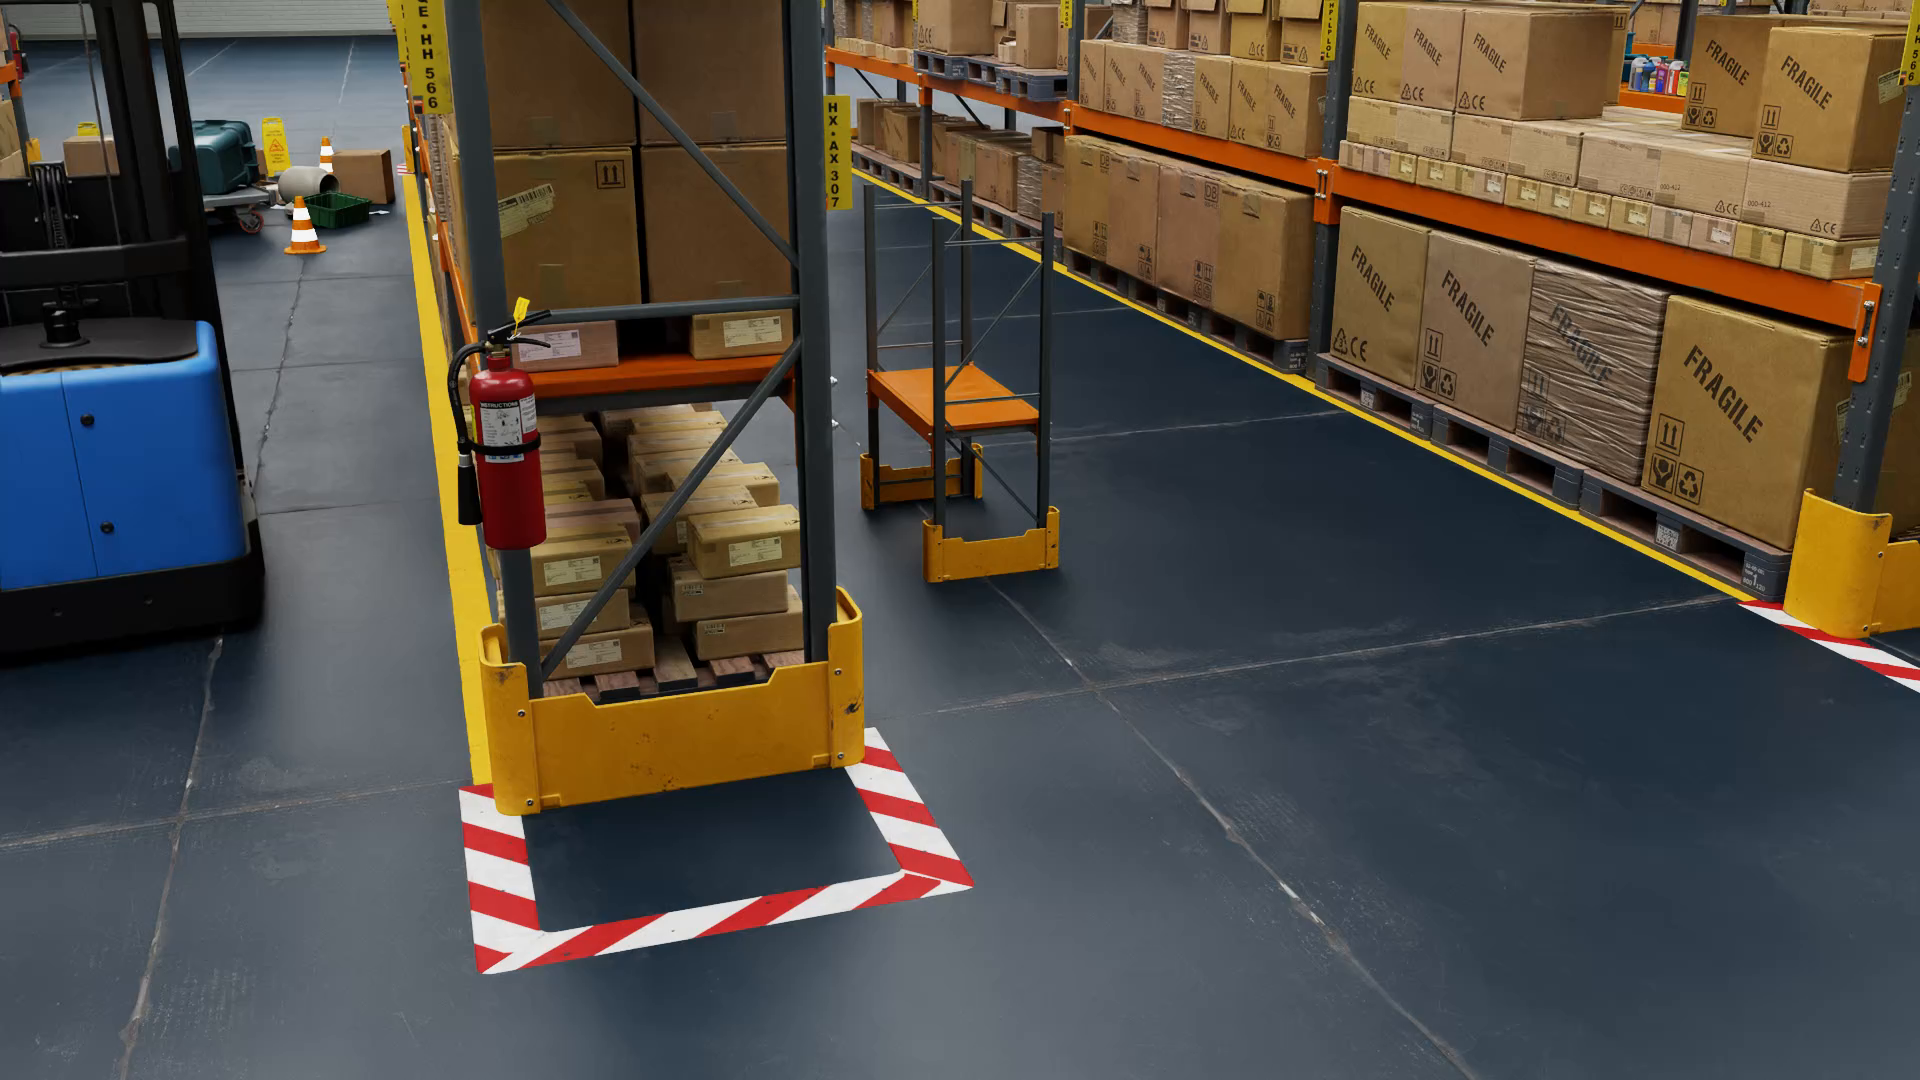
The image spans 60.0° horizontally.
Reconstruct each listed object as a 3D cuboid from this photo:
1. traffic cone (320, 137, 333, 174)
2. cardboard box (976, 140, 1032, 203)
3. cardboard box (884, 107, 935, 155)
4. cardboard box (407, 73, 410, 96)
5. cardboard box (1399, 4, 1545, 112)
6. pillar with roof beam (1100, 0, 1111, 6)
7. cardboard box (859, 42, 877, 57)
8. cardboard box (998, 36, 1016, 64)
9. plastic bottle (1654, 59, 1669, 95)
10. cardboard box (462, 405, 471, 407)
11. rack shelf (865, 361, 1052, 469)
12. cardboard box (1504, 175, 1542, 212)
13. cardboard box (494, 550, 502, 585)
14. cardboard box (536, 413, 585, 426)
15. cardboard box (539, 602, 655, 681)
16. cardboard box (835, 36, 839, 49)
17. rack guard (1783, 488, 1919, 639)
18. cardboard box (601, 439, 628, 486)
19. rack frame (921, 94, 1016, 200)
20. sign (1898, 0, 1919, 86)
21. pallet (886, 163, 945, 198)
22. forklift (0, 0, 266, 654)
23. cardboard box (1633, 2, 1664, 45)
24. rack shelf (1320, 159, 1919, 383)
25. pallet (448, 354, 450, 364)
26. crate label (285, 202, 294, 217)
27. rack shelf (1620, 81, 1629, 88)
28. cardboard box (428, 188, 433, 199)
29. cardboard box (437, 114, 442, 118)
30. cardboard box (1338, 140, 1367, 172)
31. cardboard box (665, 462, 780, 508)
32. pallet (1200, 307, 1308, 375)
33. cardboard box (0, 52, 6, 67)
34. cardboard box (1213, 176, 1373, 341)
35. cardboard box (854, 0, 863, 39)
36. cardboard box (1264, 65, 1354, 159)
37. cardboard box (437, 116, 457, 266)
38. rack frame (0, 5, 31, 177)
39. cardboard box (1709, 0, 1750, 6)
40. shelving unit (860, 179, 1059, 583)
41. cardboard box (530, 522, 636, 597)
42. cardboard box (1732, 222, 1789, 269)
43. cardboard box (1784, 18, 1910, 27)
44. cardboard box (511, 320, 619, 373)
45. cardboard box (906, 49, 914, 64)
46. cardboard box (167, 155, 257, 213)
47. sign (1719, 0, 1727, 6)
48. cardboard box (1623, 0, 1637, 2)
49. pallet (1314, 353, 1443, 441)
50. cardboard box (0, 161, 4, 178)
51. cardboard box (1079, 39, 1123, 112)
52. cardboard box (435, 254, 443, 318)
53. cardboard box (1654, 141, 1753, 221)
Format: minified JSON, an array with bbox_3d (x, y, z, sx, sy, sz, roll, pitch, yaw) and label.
[{"bbox_3d":[-7.089,-4.276,18.636,0.336,0.463,0.334,-6,21,-17],"label":"traffic cone"},{"bbox_3d":[0.571,-3.498,15.766,0.700,0.500,0.500,-8,21,-22],"label":"cardboard box"},{"bbox_3d":[-0.588,-4.713,19.178,0.500,0.500,0.500,-4,20,-12],"label":"cardboard box"},{"bbox_3d":[-4.267,-3.871,13.609,0.500,0.500,0.500,-6,21,-16],"label":"cardboard box"},{"bbox_3d":[2.659,-2.517,8.659,0.500,0.500,0.500,-6,21,-17],"label":"cardboard box"},{"bbox_3d":[0.464,-19.725,49.020,9.100,9.000,0.400,-6,21,-17],"label":"pillar with roof beam"},{"bbox_3d":[-0.925,-5.559,18.827,0.380,0.149,0.250,-6,21,-17],"label":"cardboard box"},{"bbox_3d":[0.566,-4.359,14.692,0.396,0.266,0.258,-7,21,-19],"label":"cardboard box"},{"bbox_3d":[5.938,-3.906,14.026,0.061,0.283,0.133,-6,21,-17],"label":"plastic bottle"},{"bbox_3d":[-2.327,-0.645,8.371,0.380,0.149,0.250,-7,21,-20],"label":"cardboard box"},{"bbox_3d":[-0.027,-0.564,7.300,0.538,0.185,1.000,-6,21,-17],"label":"rack shelf"},{"bbox_3d":[2.873,-1.686,8.044,0.380,0.149,0.250,-7,21,-19],"label":"cardboard box"},{"bbox_3d":[-1.481,0.042,6.018,0.380,0.149,0.250,-7,21,-19],"label":"cardboard box"},{"bbox_3d":[-1.758,-0.439,6.917,0.380,0.149,0.250,-6,21,-17],"label":"cardboard box"},{"bbox_3d":[-1.242,0.341,5.626,0.380,0.149,0.250,-6,21,-16],"label":"cardboard box"},{"bbox_3d":[-1.304,-6.050,20.195,0.380,0.149,0.250,-6,21,-17],"label":"cardboard box"},{"bbox_3d":[3.869,0.033,6.584,1.175,0.500,0.348,-6,21,-17],"label":"rack guard"},{"bbox_3d":[-1.345,-0.350,7.110,0.380,0.149,0.250,-5,20,-15],"label":"cardboard box"},{"bbox_3d":[0.090,-5.002,16.904,1.000,3.000,0.127,-6,21,-17],"label":"rack frame"},{"bbox_3d":[3.342,-1.754,5.799,0.100,0.325,0.005,-6,21,-17],"label":"sign"},{"bbox_3d":[-0.155,-3.901,17.965,1.003,0.211,1.213,-6,21,-17],"label":"pallet"},{"bbox_3d":[-3.780,-1.412,7.011,1.130,2.935,3.031,-9,21,-23],"label":"forklift"},{"bbox_3d":[9.024,-6.572,21.128,0.700,0.500,0.500,-6,21,-16],"label":"cardboard box"},{"bbox_3d":[3.233,-1.454,8.092,1.077,0.370,4.000,-6,21,-17],"label":"rack shelf"},{"bbox_3d":[-2.382,-0.877,9.547,1.003,0.211,1.213,-6,21,-17],"label":"pallet"},{"bbox_3d":[-6.382,-3.204,16.135,0.250,0.136,0.298,12,23,30],"label":"crate label"},{"bbox_3d":[5.420,-4.548,16.704,1.077,0.370,4.000,-6,21,-17],"label":"rack shelf"},{"bbox_3d":[-3.247,-2.188,11.038,0.500,0.250,0.500,-7,21,-18],"label":"cardboard box"},{"bbox_3d":[-1.590,-1.763,5.820,0.500,0.500,0.500,-5,20,-14],"label":"cardboard box"},{"bbox_3d":[2.381,-2.186,9.437,0.380,0.149,0.250,-6,21,-17],"label":"cardboard box"},{"bbox_3d":[-0.880,-0.167,6.159,0.380,0.149,0.250,-6,21,-17],"label":"cardboard box"},{"bbox_3d":[2.290,-1.362,10.895,1.003,0.211,1.213,-6,21,-17],"label":"pallet"},{"bbox_3d":[-10.070,-4.947,17.125,0.380,0.149,0.250,-7,21,-18],"label":"cardboard box"},{"bbox_3d":[2.384,-1.835,10.611,1.225,0.875,0.875,-6,21,-17],"label":"cardboard box"},{"bbox_3d":[-0.750,-6.145,19.500,0.875,0.500,0.500,-6,21,-17],"label":"cardboard box"},{"bbox_3d":[2.198,-2.603,10.077,0.500,0.500,0.500,-6,21,-17],"label":"cardboard box"},{"bbox_3d":[-1.590,-1.288,5.976,0.500,0.500,0.500,-6,21,-17],"label":"cardboard box"},{"bbox_3d":[-10.575,-5.232,17.547,1.000,3.000,0.127,-6,21,-17],"label":"rack frame"},{"bbox_3d":[9.206,-6.470,19.884,0.380,0.149,0.250,-6,21,-17],"label":"cardboard box"},{"bbox_3d":[-0.024,-0.730,7.231,0.587,1.500,1.083,-6,21,-17],"label":"shelving unit"},{"bbox_3d":[-1.286,0.065,5.515,0.380,0.149,0.250,-6,21,-17],"label":"cardboard box"},{"bbox_3d":[3.354,-1.195,6.678,0.380,0.149,0.250,-6,21,-17],"label":"cardboard box"},{"bbox_3d":[3.810,-1.916,6.987,0.500,0.500,0.500,-7,21,-19],"label":"cardboard box"},{"bbox_3d":[-1.250,-0.613,5.056,0.380,0.149,0.250,-6,21,-17],"label":"cardboard box"},{"bbox_3d":[-0.348,-5.089,17.519,0.380,0.149,0.250,-6,21,-17],"label":"cardboard box"},{"bbox_3d":[-7.318,-3.528,16.292,0.797,0.637,0.503,-6,21,-17],"label":"cardboard box"},{"bbox_3d":[8.969,-6.438,19.506,0.100,0.325,0.005,-6,21,-17],"label":"sign"},{"bbox_3d":[8.722,-6.962,21.256,0.380,0.149,0.250,-6,21,-15],"label":"cardboard box"},{"bbox_3d":[2.769,-0.870,9.526,1.003,0.211,1.213,-6,21,-17],"label":"pallet"},{"bbox_3d":[-9.741,-3.571,16.367,0.500,0.250,0.500,-7,21,-19],"label":"cardboard box"},{"bbox_3d":[1.241,-3.580,12.799,0.500,0.500,0.500,-6,21,-16],"label":"cardboard box"},{"bbox_3d":[-3.086,-1.665,10.692,0.500,0.500,0.500,-7,21,-19],"label":"cardboard box"},{"bbox_3d":[3.298,-1.510,6.966,0.500,0.250,0.500,-7,21,-18],"label":"cardboard box"}]
